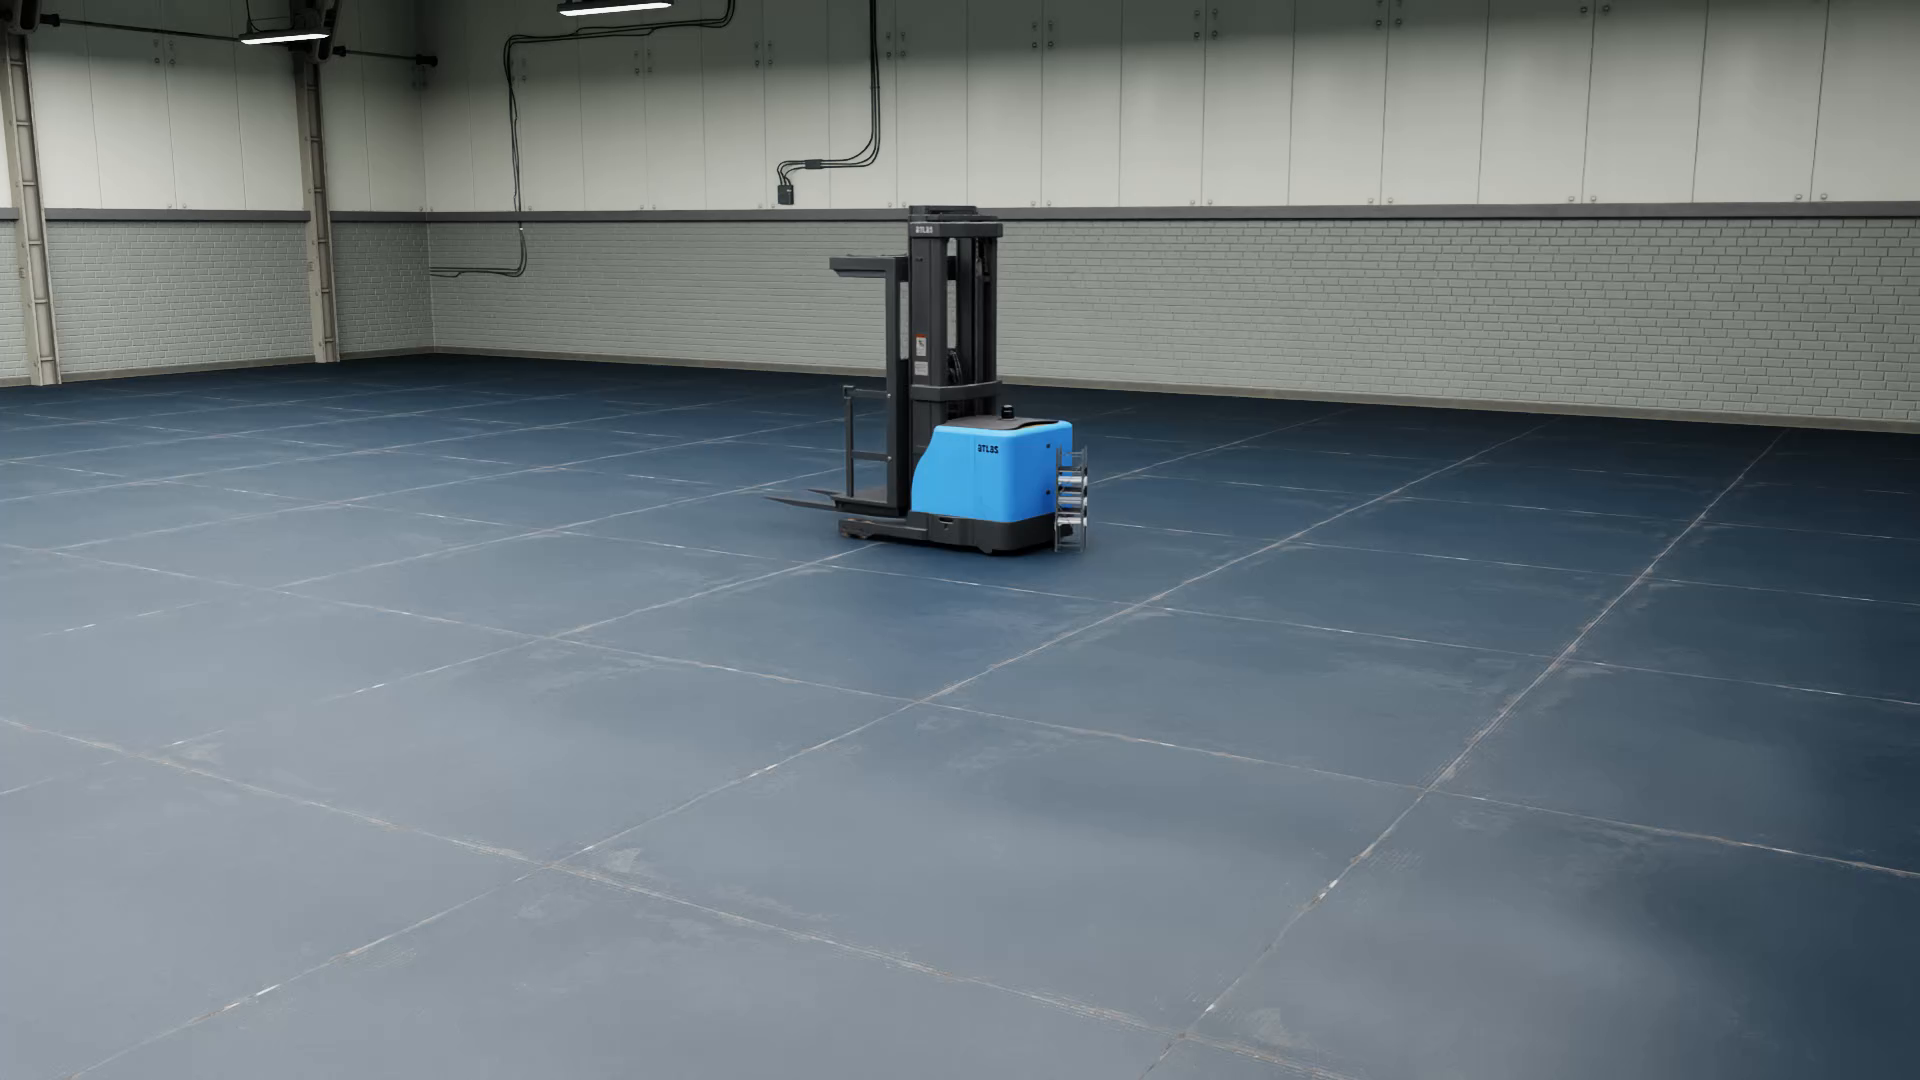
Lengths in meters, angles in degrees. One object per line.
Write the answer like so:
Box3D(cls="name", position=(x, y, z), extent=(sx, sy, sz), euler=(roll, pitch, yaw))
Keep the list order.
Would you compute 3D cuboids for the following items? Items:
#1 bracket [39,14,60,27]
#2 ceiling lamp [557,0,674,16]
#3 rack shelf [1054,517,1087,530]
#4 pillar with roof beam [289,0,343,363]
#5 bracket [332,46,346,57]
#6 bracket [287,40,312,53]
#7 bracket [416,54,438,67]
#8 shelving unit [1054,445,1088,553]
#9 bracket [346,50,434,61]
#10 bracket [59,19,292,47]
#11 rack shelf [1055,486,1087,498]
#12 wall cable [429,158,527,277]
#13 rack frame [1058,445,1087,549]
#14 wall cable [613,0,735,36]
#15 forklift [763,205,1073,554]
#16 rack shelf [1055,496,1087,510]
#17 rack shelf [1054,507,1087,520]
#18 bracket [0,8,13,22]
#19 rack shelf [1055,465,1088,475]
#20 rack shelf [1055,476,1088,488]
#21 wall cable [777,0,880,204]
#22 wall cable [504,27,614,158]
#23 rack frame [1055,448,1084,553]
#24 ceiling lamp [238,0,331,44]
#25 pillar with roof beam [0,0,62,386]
Box3D(cls="bracket", position=(-15.833, -9.010, 28.759), extent=(0.235, 0.232, 0.430), euler=(6, 12, 31))
Box3D(cls="ceiling lamp", position=(-4.867, -9.255, 23.985), extent=(2.000, 3.185, 0.800), euler=(6, 12, 31))
Box3D(cls="rack shelf", position=(0.955, -0.143, 14.344), extent=(0.258, 0.077, 0.200), euler=(2, 11, 11))
Box3D(cls="pillar with roof beam", position=(-9.557, -7.742, 31.766), extent=(9.100, 9.000, 0.548), euler=(6, 12, 31))
Box3D(cls="bracket", position=(-12.718, -9.954, 33.799), extent=(0.235, 0.232, 0.430), euler=(6, 12, 31))
Box3D(cls="bracket", position=(-13.149, -9.823, 33.102), extent=(0.235, 0.232, 0.430), euler=(6, 12, 31))
Box3D(cls="bracket", position=(-11.487, -10.326, 35.790), extent=(0.235, 0.232, 0.430), euler=(6, 12, 31))
Box3D(cls="shelving unit", position=(0.955, -0.352, 14.305), extent=(0.258, 0.900, 0.210), euler=(2, 11, 11))
Box3D(cls="bracket", position=(-11.794, -10.233, 35.294), extent=(0.076, 0.066, 3.189), euler=(6, 12, 31))
Box3D(cls="bracket", position=(-14.486, -9.418, 30.938), extent=(0.076, 0.066, 4.783), euler=(6, 12, 31))
Box3D(cls="rack shelf", position=(0.955, -0.408, 14.295), extent=(0.258, 0.077, 0.200), euler=(2, 11, 11))
Box3D(cls="wall cable", position=(-10.577, -6.964, 36.049), extent=(3.097, 2.526, 0.112), euler=(6, 12, 31))
Box3D(cls="rack frame", position=(0.974, -0.371, 14.403), extent=(0.240, 0.900, 0.006), euler=(2, 11, 11))
Box3D(cls="wall cable", position=(-5.620, -11.128, 32.206), extent=(3.097, 2.526, 0.112), euler=(6, 12, 31))
Box3D(cls="forklift", position=(-0.478, -1.518, 15.014), extent=(3.031, 2.935, 1.130), euler=(8, 13, 36))
Box3D(cls="rack shelf", position=(0.955, -0.320, 14.311), extent=(0.258, 0.077, 0.200), euler=(2, 11, 11))
Box3D(cls="rack shelf", position=(0.955, -0.231, 14.328), extent=(0.258, 0.077, 0.200), euler=(2, 11, 11))
Box3D(cls="bracket", position=(-16.264, -8.879, 28.062), extent=(0.235, 0.232, 0.430), euler=(6, 12, 31))
Box3D(cls="rack shelf", position=(0.955, -0.585, 14.261), extent=(0.258, 0.077, 0.200), euler=(2, 11, 11))
Box3D(cls="rack shelf", position=(0.955, -0.497, 14.278), extent=(0.258, 0.077, 0.200), euler=(2, 11, 11))
Box3D(cls="wall cable", position=(-2.471, -9.252, 30.592), extent=(2.305, 6.003, 0.169), euler=(6, 12, 31))
Box3D(cls="wall cable", position=(-8.265, -9.188, 34.204), extent=(3.097, 2.526, 0.112), euler=(6, 12, 31))
Box3D(cls="rack frame", position=(0.936, -0.334, 14.207), extent=(0.240, 0.900, 0.006), euler=(2, 11, 11))
Box3D(cls="ceiling lamp", position=(-11.183, -9.961, 27.756), extent=(2.000, 3.185, 0.800), euler=(6, 12, 31))
Box3D(cls="pillar with roof beam", position=(-12.672, -6.798, 26.726), extent=(9.100, 9.000, 0.548), euler=(6, 12, 31))
